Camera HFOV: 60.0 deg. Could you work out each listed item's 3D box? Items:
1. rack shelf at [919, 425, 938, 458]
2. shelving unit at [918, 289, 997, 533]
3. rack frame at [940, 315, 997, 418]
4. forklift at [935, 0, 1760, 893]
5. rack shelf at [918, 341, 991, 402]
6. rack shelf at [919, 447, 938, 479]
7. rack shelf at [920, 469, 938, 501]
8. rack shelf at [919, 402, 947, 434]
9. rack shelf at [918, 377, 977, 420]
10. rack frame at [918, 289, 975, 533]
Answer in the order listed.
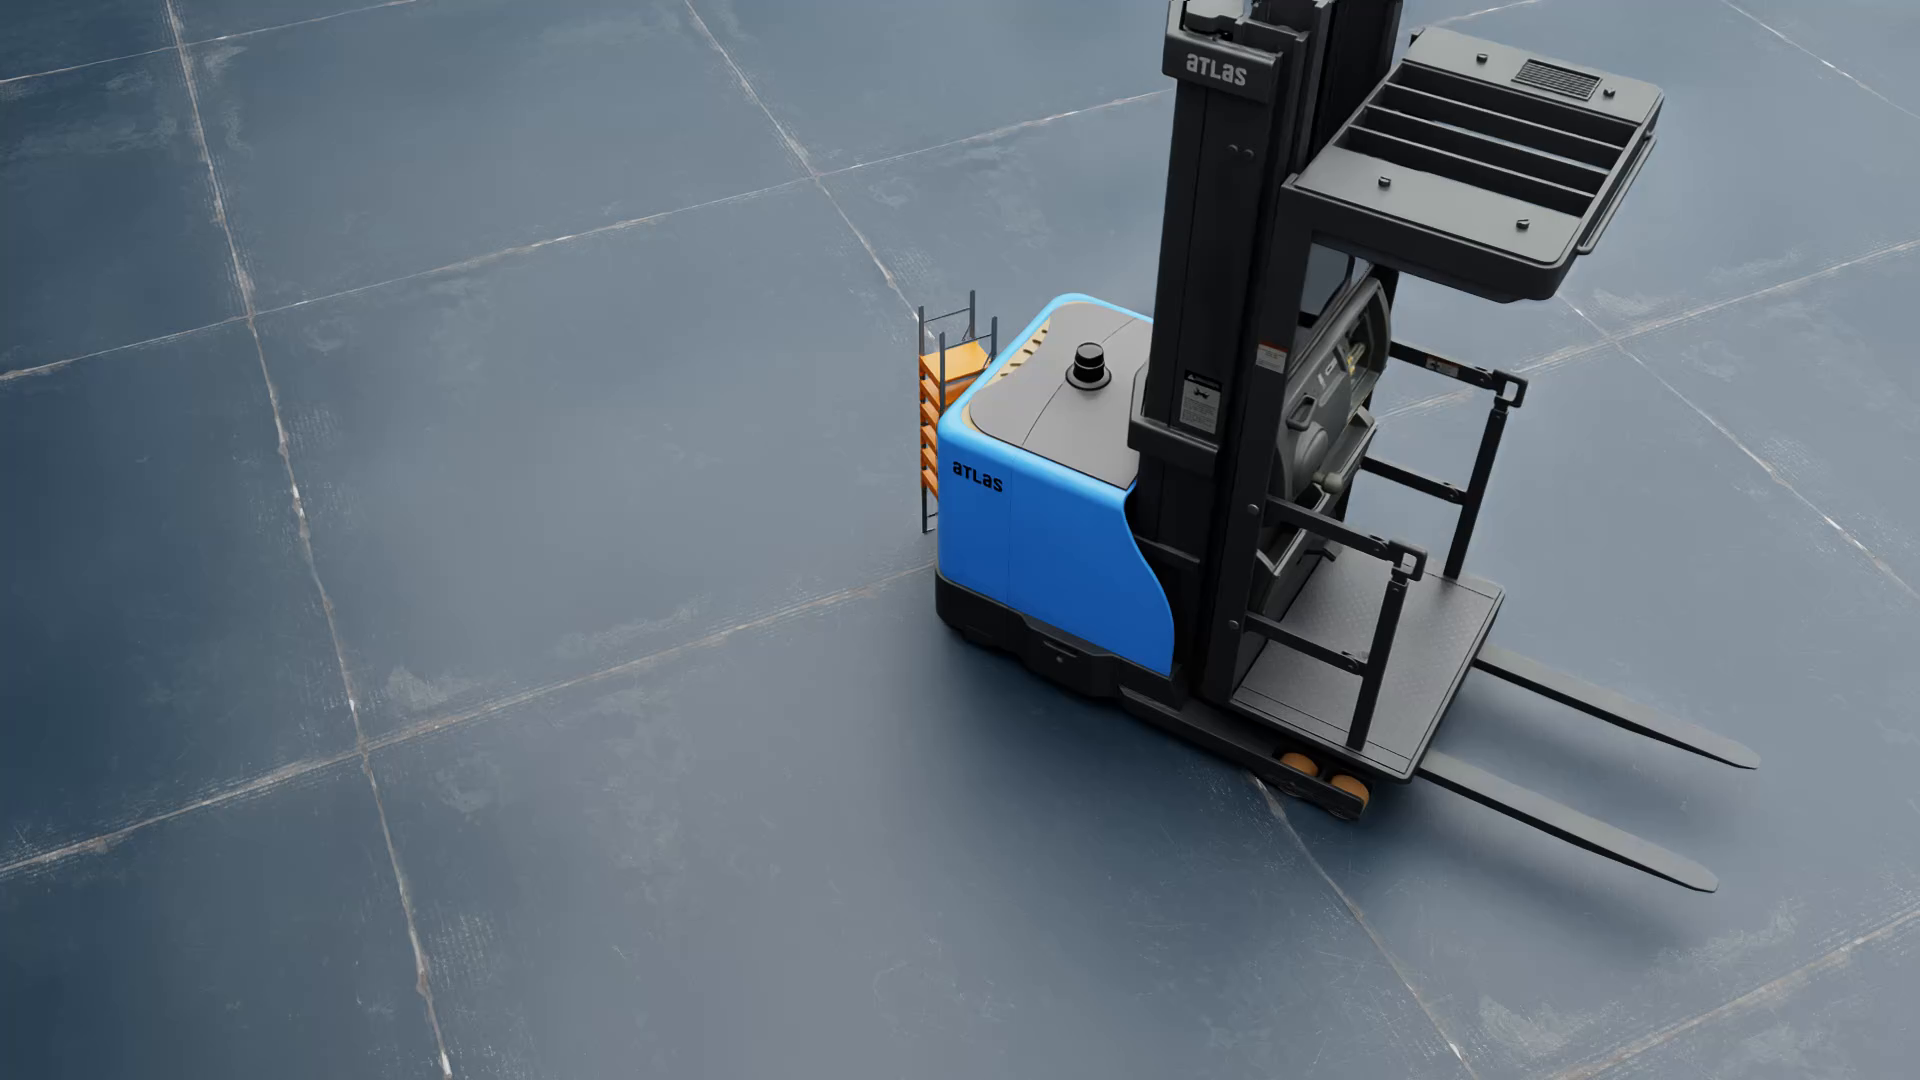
[{"bbox_3d":[-0.011,-0.407,6.739,0.258,0.103,0.180,-19,48,-19],"label":"rack shelf"},{"bbox_3d":[-0.011,-0.438,6.708,0.258,1.200,0.189,-19,48,-19],"label":"shelving unit"},{"bbox_3d":[0.030,-0.381,6.650,0.240,1.200,0.006,-19,48,-19],"label":"rack frame"},{"bbox_3d":[1.427,-0.453,5.491,3.031,2.935,1.130,23,49,22],"label":"forklift"},{"bbox_3d":[-0.010,-0.663,6.487,0.258,0.103,0.180,-19,48,-19],"label":"rack shelf"},{"bbox_3d":[-0.011,-0.321,6.824,0.258,0.103,0.180,-19,48,-19],"label":"rack shelf"},{"bbox_3d":[-0.011,-0.236,6.908,0.258,0.103,0.180,-19,48,-19],"label":"rack shelf"},{"bbox_3d":[-0.010,-0.492,6.655,0.258,0.103,0.180,-19,48,-19],"label":"rack shelf"},{"bbox_3d":[-0.010,-0.578,6.571,0.258,0.103,0.180,-19,48,-19],"label":"rack shelf"},{"bbox_3d":[-0.052,-0.496,6.766,0.240,1.200,0.006,-19,48,-19],"label":"rack frame"}]
